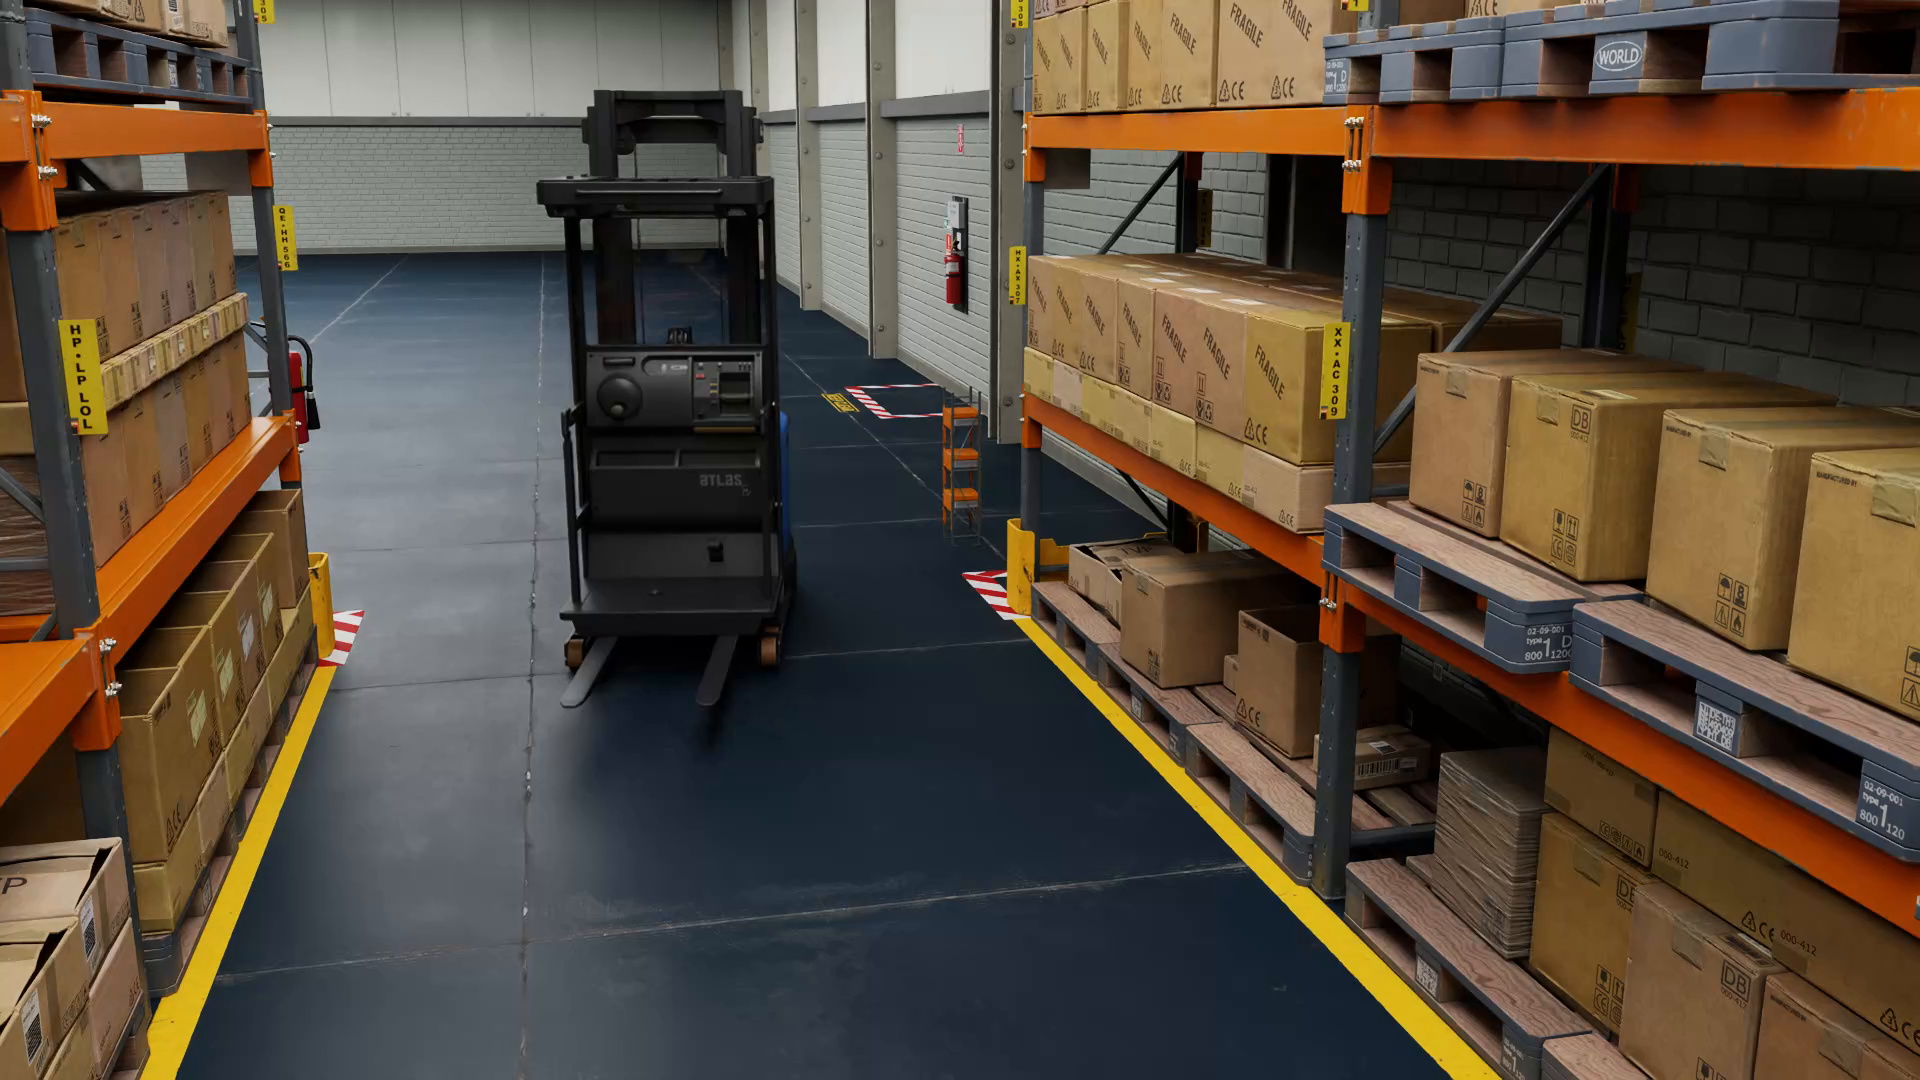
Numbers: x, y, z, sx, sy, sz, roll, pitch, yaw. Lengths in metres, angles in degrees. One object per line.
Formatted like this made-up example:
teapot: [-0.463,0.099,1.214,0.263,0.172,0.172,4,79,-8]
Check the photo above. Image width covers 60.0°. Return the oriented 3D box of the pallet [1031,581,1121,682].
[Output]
pallet: [1.031,0.457,9.113,1.003,0.211,1.213,-3,14,-13]

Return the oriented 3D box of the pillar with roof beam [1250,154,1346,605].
pillar with roof beam: [-2.323,-3.666,7.471,9.100,9.000,0.400,-3,14,-13]

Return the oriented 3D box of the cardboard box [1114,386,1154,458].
cardboard box: [1.029,-0.558,7.664,0.500,0.250,0.500,-3,14,-13]

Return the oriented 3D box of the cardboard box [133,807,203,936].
cardboard box: [-2.832,1.103,5.501,0.500,0.250,0.500,-3,14,-13]

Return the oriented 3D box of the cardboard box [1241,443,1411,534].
cardboard box: [1.390,-0.211,6.245,0.500,0.250,0.500,-3,14,-13]

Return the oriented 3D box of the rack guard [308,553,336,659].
rack guard: [-3.963,0.381,8.814,1.175,0.500,0.348,-3,14,-13]

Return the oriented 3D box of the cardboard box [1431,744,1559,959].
cardboard box: [1.985,0.987,5.405,0.700,0.500,0.500,-3,14,-11]

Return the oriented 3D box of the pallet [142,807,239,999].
pallet: [-3.164,1.264,5.809,1.003,0.211,1.213,-3,14,-13]

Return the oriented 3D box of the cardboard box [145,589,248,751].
cardboard box: [-3.058,0.507,6.359,0.500,0.500,0.500,-3,14,-13]

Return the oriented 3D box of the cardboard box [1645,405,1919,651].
cardboard box: [2.192,-0.045,4.155,0.700,0.500,0.500,-1,14,-5]

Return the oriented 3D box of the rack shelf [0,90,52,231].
rack shelf: [-2.549,-0.551,2.559,1.077,0.370,4.000,-3,14,-13]

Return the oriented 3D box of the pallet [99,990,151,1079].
pallet: [-2.807,1.617,4.362,1.003,0.211,1.213,-3,14,-13]

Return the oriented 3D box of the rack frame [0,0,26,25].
rack frame: [-3.018,-2.819,4.006,1.000,3.000,0.127,-3,14,-13]

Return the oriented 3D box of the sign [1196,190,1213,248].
sign: [1.401,-1.847,9.561,0.100,0.325,0.005,-3,14,-13]

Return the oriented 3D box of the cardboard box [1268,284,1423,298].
cardboard box: [1.659,-0.838,7.231,0.500,0.500,0.500,-3,14,-12]

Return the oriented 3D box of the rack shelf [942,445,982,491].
rack shelf: [0.013,-0.487,11.254,0.215,0.259,0.240,-3,14,-13]

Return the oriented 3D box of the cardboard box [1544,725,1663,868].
cardboard box: [2.092,0.725,4.901,0.500,0.250,0.500,-4,14,-14]

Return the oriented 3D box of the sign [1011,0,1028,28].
sign: [0.329,-2.956,9.045,0.100,0.325,0.005,-3,14,-13]

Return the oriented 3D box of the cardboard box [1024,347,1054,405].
cardboard box: [0.663,-0.911,9.111,0.500,0.250,0.500,-4,14,-15]

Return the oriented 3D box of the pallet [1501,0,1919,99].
pallet: [2.084,-1.160,3.932,1.213,0.211,1.003,-3,14,-13]

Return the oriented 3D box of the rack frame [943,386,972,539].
rack frame: [-0.016,-0.526,11.367,0.200,1.050,0.008,-3,14,-13]

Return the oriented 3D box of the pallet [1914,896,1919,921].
pallet: [2.465,0.676,2.746,1.213,0.211,1.003,-3,14,-13]

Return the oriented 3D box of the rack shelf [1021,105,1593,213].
rack shelf: [1.326,-1.751,7.469,1.077,0.370,4.000,-3,14,-13]

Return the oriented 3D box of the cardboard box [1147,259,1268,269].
cardboard box: [1.283,-1.192,8.681,0.500,0.500,0.500,-3,14,-12]

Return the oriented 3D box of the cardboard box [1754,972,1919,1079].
cardboard box: [2.363,1.340,3.963,0.700,0.500,0.500,-3,14,-13]

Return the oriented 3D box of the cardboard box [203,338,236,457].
cardboard box: [-3.732,-0.647,7.545,0.700,0.500,0.500,-3,14,-12]

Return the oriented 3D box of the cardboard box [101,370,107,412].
cardboard box: [-3.014,-0.459,5.407,0.380,0.149,0.250,-4,14,-15]

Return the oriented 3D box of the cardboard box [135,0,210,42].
cardboard box: [-3.300,-2.134,6.531,0.500,0.311,0.500,-2,14,-7]

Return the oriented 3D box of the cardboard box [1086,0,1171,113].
cardboard box: [0.909,-2.284,7.881,0.500,0.500,0.500,-3,14,-11]

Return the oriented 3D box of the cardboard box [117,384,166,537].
cardboard box: [-3.373,-0.293,6.095,0.700,0.500,0.500,-3,14,-12]

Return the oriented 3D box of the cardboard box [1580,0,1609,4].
cardboard box: [1.991,-1.527,4.340,0.500,0.311,0.500,-3,14,-11]

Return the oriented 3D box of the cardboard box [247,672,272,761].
cardboard box: [-3.181,0.757,6.919,0.500,0.250,0.500,-3,14,-13]

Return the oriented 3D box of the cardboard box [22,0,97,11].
cardboard box: [-2.880,-1.814,4.819,0.500,0.500,0.500,-2,14,-9]

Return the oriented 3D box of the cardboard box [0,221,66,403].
cardboard box: [-3.129,-0.686,4.970,0.700,0.500,0.500,-3,14,-13]

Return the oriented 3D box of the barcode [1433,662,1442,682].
barcode: [1.902,0.525,6.623,0.001,0.075,0.075,-3,14,-13]

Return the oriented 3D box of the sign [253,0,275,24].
sign: [-3.427,-2.704,8.154,0.100,0.325,0.005,-3,14,-13]

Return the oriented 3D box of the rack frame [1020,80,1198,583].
rack frame: [0.857,-1.105,9.629,1.000,3.000,0.127,-3,14,-13]

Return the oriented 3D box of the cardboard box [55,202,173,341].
cardboard box: [-3.482,-1.033,6.391,0.700,0.500,0.500,-3,14,-13]

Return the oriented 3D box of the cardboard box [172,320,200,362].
cardboard box: [-3.377,-0.815,6.866,0.380,0.149,0.250,-3,14,-12]

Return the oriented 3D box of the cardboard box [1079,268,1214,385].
cardboard box: [0.898,-1.045,8.077,0.500,0.500,0.500,-4,14,-15]

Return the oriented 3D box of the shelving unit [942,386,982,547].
shelving unit: [0.013,-0.498,11.252,0.215,1.050,0.252,-3,14,-13]

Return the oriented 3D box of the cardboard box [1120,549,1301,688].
cardboard box: [1.189,0.364,7.957,0.700,0.500,0.500,-4,14,-17]

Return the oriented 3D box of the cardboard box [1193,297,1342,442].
cardboard box: [1.262,-0.690,6.624,0.500,0.500,0.500,-3,14,-14]

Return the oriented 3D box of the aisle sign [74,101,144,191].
aisle sign: [-4.271,-2.089,8.179,0.394,0.787,0.004,-3,14,-13]

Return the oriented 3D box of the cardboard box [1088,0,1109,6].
cardboard box: [0.911,-2.767,7.754,0.500,0.500,0.500,-3,14,-12]

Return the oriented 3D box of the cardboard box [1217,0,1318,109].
cardboard box: [1.331,-1.917,6.382,0.500,0.500,0.500,-5,14,-18]

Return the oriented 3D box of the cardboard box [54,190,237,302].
cardboard box: [-3.848,-1.386,7.835,0.700,0.500,0.500,-3,14,-13]

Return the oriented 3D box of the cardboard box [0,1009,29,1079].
cardboard box: [-2.401,1.267,3.649,0.500,0.311,0.500,-3,14,-13]

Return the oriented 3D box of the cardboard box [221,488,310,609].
cardboard box: [-3.542,0.047,8.244,0.500,0.500,0.500,-3,14,-13]

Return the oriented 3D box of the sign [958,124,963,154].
sign: [0.004,-4.081,16.928,0.001,0.298,0.199,-3,14,-13]

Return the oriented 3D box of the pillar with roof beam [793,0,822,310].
pillar with roof beam: [-6.550,-7.818,24.467,9.100,9.000,0.400,-3,14,-13]

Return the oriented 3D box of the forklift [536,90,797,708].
forklift: [-1.502,-0.824,8.622,1.130,2.935,3.031,-1,14,-2]

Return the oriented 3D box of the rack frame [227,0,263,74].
rack frame: [-3.958,-3.742,7.783,1.000,3.000,0.127,-3,14,-13]

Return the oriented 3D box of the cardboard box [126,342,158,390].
cardboard box: [-3.200,-0.639,6.143,0.380,0.149,0.250,-4,14,-15]

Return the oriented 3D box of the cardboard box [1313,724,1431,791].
cardboard box: [1.641,0.859,6.634,0.380,0.166,0.250,-5,15,-21]

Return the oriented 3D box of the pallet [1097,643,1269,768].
pallet: [1.314,0.738,7.963,1.003,0.211,1.213,-3,14,-13]

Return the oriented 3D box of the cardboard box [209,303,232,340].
cardboard box: [-3.560,-0.995,7.600,0.380,0.149,0.250,-3,14,-14]

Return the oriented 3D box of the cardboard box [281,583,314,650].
cardboard box: [-3.544,0.411,8.332,0.500,0.250,0.500,-3,14,-13]
